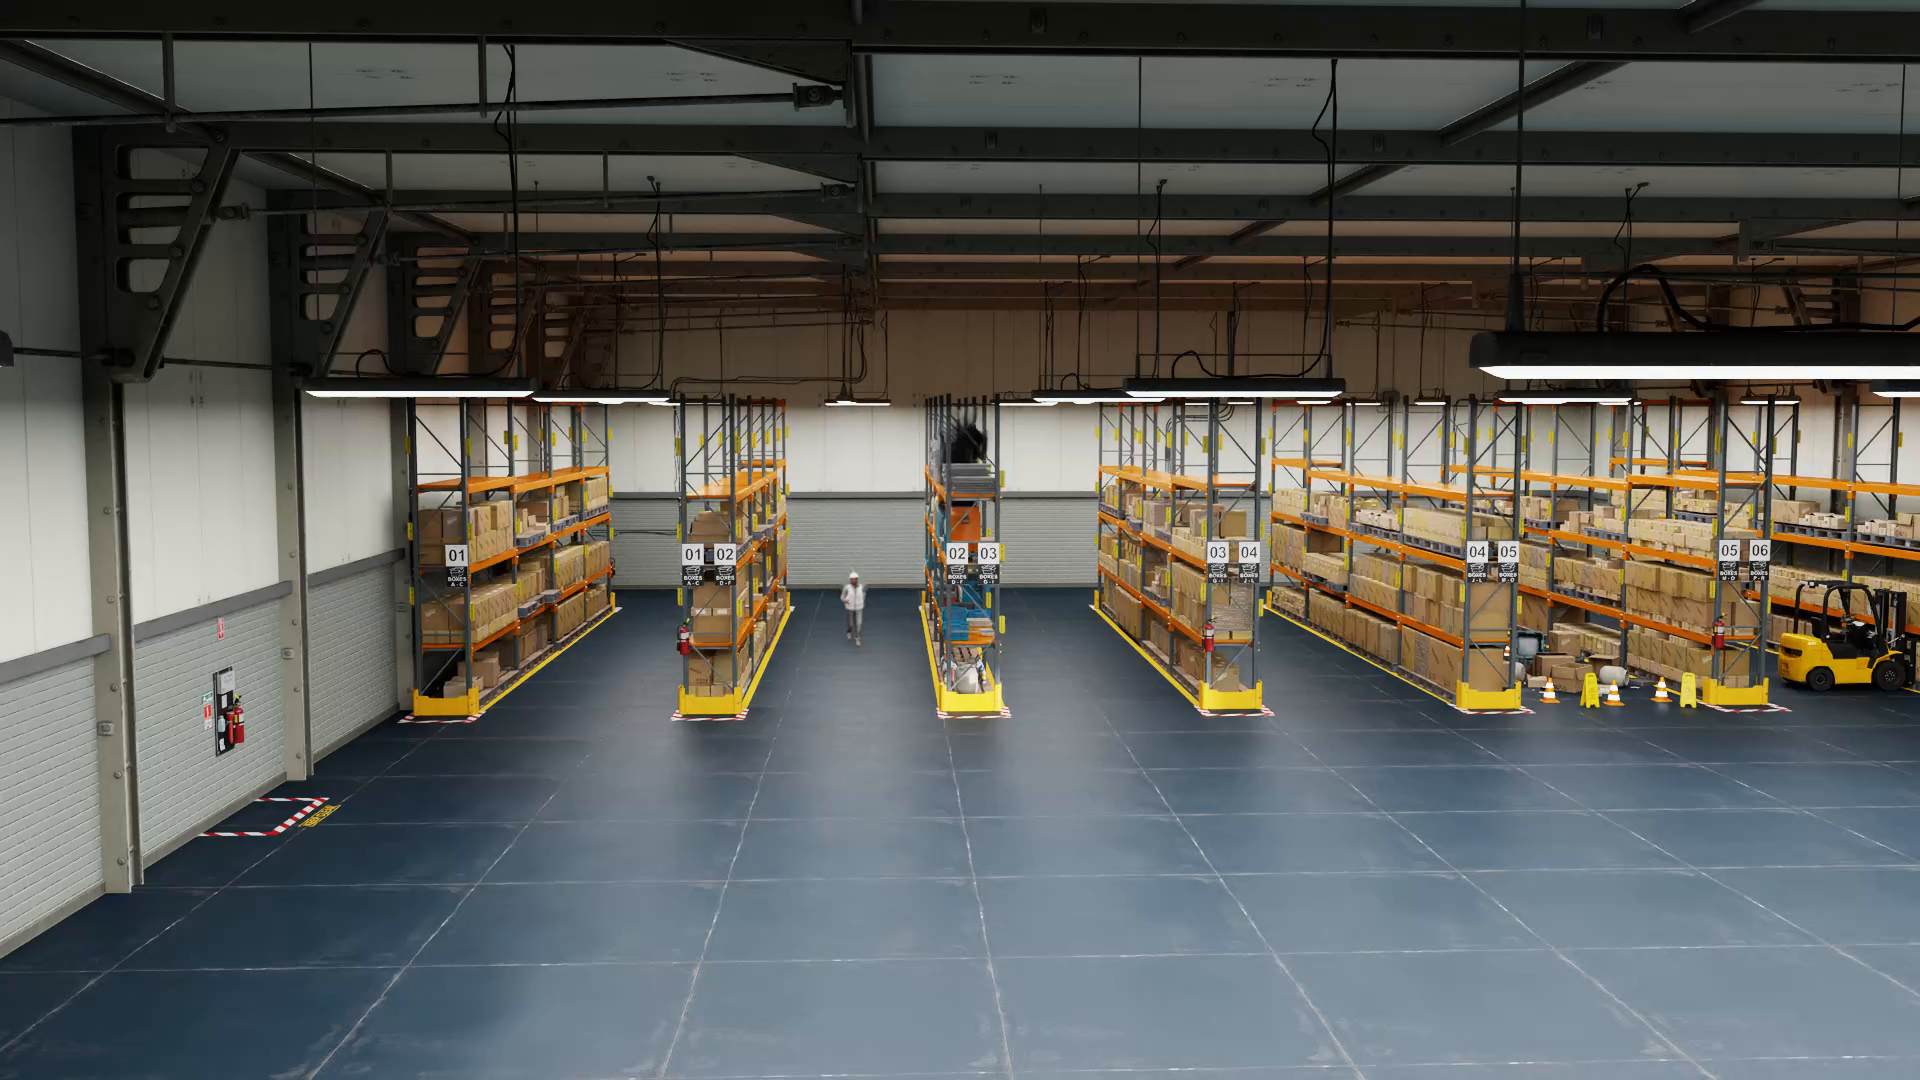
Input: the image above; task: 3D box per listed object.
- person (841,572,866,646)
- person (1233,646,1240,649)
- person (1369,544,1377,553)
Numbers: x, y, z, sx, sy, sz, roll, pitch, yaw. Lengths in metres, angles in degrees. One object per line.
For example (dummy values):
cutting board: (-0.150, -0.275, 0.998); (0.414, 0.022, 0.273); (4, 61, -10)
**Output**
person: (-2.575, 1.656, 40.324); (0.648, 1.763, 0.934); (-1, 5, -13)
person: (6.625, 1.751, 39.729); (0.656, 1.696, 0.627); (0, 5, -5)
person: (12.215, 0.981, 49.170); (0.669, 1.727, 0.699); (-1, 5, -8)
